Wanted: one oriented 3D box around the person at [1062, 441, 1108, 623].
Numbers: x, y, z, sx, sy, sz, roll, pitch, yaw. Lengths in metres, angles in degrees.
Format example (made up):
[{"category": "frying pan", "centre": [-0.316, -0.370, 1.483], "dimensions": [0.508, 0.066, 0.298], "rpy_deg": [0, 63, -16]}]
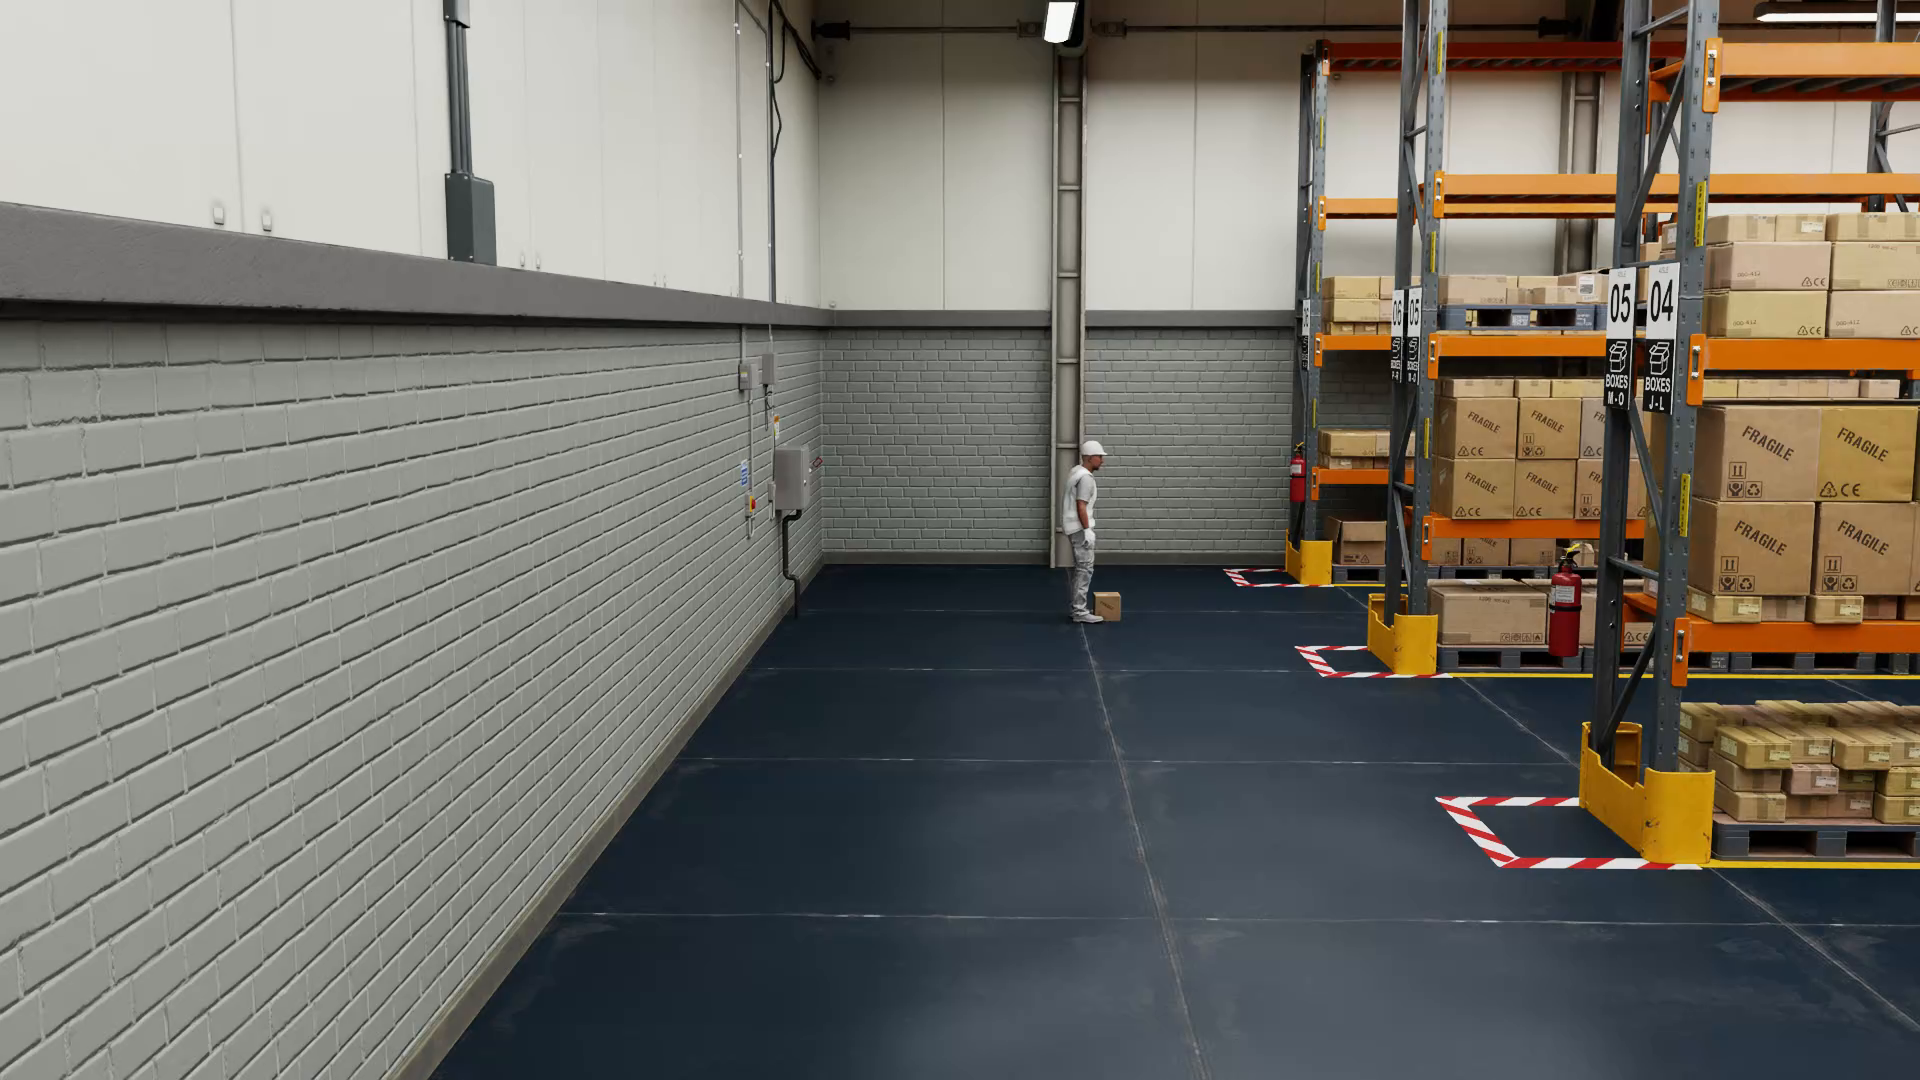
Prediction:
[{"category": "person", "centre": [1.235, -0.091, 16.453], "dimensions": [0.454, 1.774, 0.624], "rpy_deg": [0, 7, 0]}]
